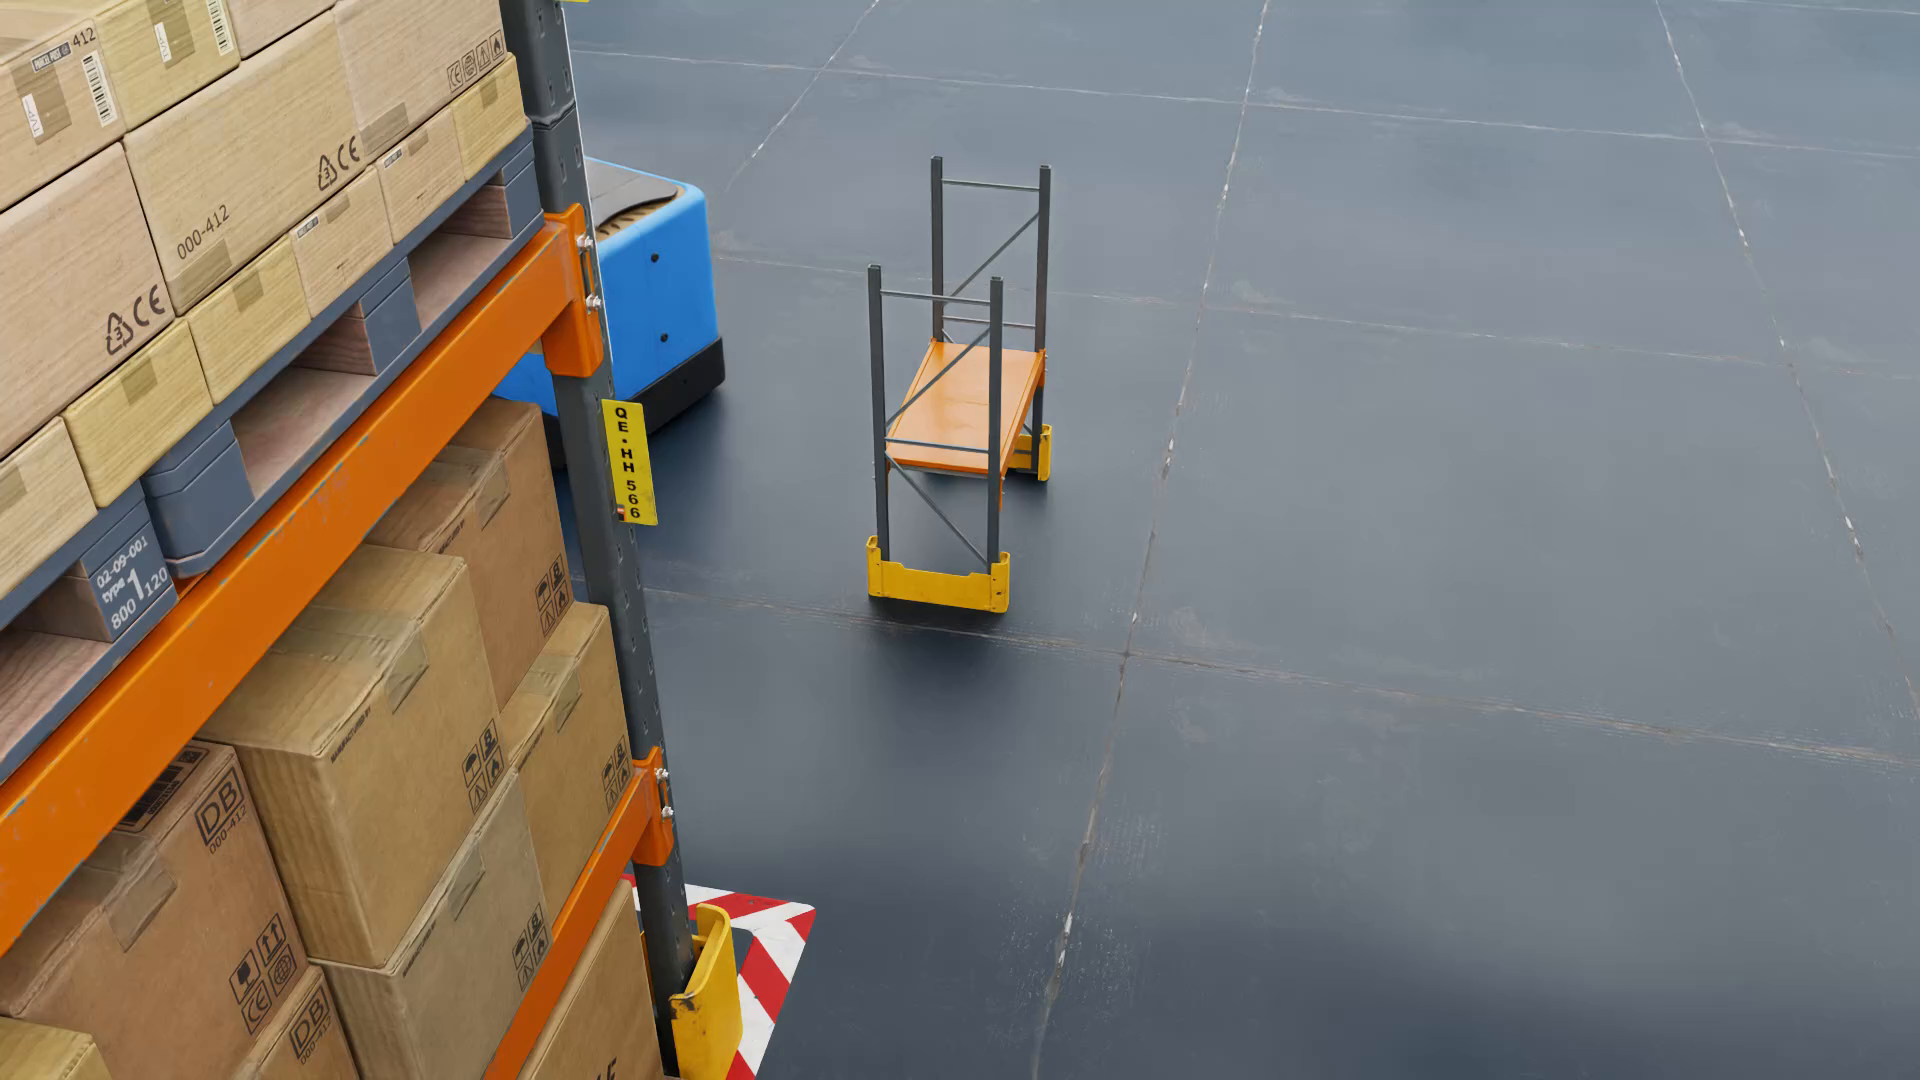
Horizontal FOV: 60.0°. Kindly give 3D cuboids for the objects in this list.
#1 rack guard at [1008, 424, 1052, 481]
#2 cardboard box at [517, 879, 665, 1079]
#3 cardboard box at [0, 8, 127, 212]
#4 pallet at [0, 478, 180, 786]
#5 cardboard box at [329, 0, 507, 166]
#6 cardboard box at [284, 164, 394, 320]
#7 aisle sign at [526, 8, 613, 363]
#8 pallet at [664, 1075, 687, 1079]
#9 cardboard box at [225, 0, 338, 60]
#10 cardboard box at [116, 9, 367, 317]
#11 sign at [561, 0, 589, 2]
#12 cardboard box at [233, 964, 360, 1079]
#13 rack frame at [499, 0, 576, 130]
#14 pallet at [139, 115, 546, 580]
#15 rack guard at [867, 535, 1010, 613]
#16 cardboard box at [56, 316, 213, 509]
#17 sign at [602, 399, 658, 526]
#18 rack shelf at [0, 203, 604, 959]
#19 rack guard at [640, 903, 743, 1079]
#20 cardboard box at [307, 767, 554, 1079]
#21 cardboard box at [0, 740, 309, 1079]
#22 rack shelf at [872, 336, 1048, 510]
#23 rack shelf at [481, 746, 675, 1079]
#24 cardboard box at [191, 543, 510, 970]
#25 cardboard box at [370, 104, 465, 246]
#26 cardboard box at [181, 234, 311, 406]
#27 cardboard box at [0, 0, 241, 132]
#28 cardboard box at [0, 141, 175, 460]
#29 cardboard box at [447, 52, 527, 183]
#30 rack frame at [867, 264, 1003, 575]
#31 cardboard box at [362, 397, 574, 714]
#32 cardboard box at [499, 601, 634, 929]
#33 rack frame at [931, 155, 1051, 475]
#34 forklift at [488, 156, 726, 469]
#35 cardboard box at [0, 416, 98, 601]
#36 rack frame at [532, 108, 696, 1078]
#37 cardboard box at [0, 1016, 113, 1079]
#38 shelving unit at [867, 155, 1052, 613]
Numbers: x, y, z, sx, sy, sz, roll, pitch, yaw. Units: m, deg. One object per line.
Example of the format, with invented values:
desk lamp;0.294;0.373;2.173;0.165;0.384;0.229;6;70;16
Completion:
rack guard;0.123;-0.430;7.631;0.587;0.250;0.087;7;37;10
cardboard box;-1.353;1.405;4.208;0.875;0.875;0.875;8;37;10
cardboard box;-1.231;-0.512;1.935;0.380;0.149;0.250;7;37;10
pallet;-1.679;0.267;1.845;1.003;0.211;1.213;7;37;10
cardboard box;-1.104;-0.852;2.744;0.500;0.250;0.500;8;37;11
cardboard box;-1.121;-0.481;2.573;0.380;0.149;0.250;8;37;11
aisle sign;-0.964;-0.738;3.497;0.394;0.787;0.004;7;37;10
pallet;-1.367;1.915;4.428;1.003;0.211;1.213;7;37;10
cardboard box;-1.122;-0.803;2.338;0.380;0.149;0.250;8;37;11
cardboard box;-1.211;-0.565;2.349;0.500;0.250;0.500;7;37;10
sign;-0.745;-1.148;3.034;0.100;0.325;0.005;7;37;10
cardboard box;-1.646;1.099;3.050;0.875;0.550;0.550;7;37;10
rack frame;-1.272;-2.112;2.495;1.000;3.000;0.127;7;37;10
pallet;-1.421;-0.435;2.813;1.003;0.211;1.213;7;37;10
rack guard;-0.090;0.141;6.843;0.587;0.250;0.087;7;37;10
cardboard box;-1.230;-0.189;2.170;0.380;0.149;0.250;7;36;9
sign;-0.745;-0.171;3.742;0.100;0.325;0.005;7;37;10
rack shelf;-1.699;0.541;2.005;1.077;0.370;4.000;7;37;10
rack guard;-1.267;1.316;5.008;1.175;0.500;0.348;7;37;10
cardboard box;-1.403;0.793;3.472;0.875;0.550;0.550;7;37;10
cardboard box;-1.669;0.658;2.738;0.875;0.550;0.550;7;37;10
rack shelf;0.018;-0.511;6.983;0.538;0.185;1.000;7;37;10
rack shelf;-1.699;1.755;2.885;1.077;0.370;4.000;7;37;10
cardboard box;-1.417;0.354;3.157;0.875;0.550;0.550;7;37;10
cardboard box;-1.067;-0.628;2.776;0.380;0.149;0.250;8;37;10
cardboard box;-1.176;-0.336;2.373;0.380;0.149;0.250;8;37;10
cardboard box;-1.176;-0.655;2.133;0.380;0.149;0.250;8;37;11
cardboard box;-1.320;-0.277;1.952;0.500;0.250;0.500;7;37;10
cardboard box;-1.012;-0.773;2.975;0.380;0.149;0.250;7;37;10
rack frame;-0.090;-0.365;6.475;0.500;1.500;0.032;7;37;10
cardboard box;-1.389;0.027;3.608;0.875;0.550;0.550;7;37;10
cardboard box;-1.307;0.475;3.911;0.875;0.550;0.550;7;37;10
rack frame;0.127;-0.948;7.279;0.500;1.500;0.032;7;37;10
forklift;-2.689;-2.146;7.714;3.031;2.935;1.130;19;40;25
cardboard box;-1.284;-0.044;1.970;0.380;0.149;0.250;8;37;10
rack frame;-1.272;0.318;4.256;1.000;3.000;0.127;7;37;10
cardboard box;-1.655;0.978;2.296;0.875;0.550;0.500;7;37;10
shelving unit;0.016;-0.651;6.870;0.587;1.500;1.083;7;37;10
